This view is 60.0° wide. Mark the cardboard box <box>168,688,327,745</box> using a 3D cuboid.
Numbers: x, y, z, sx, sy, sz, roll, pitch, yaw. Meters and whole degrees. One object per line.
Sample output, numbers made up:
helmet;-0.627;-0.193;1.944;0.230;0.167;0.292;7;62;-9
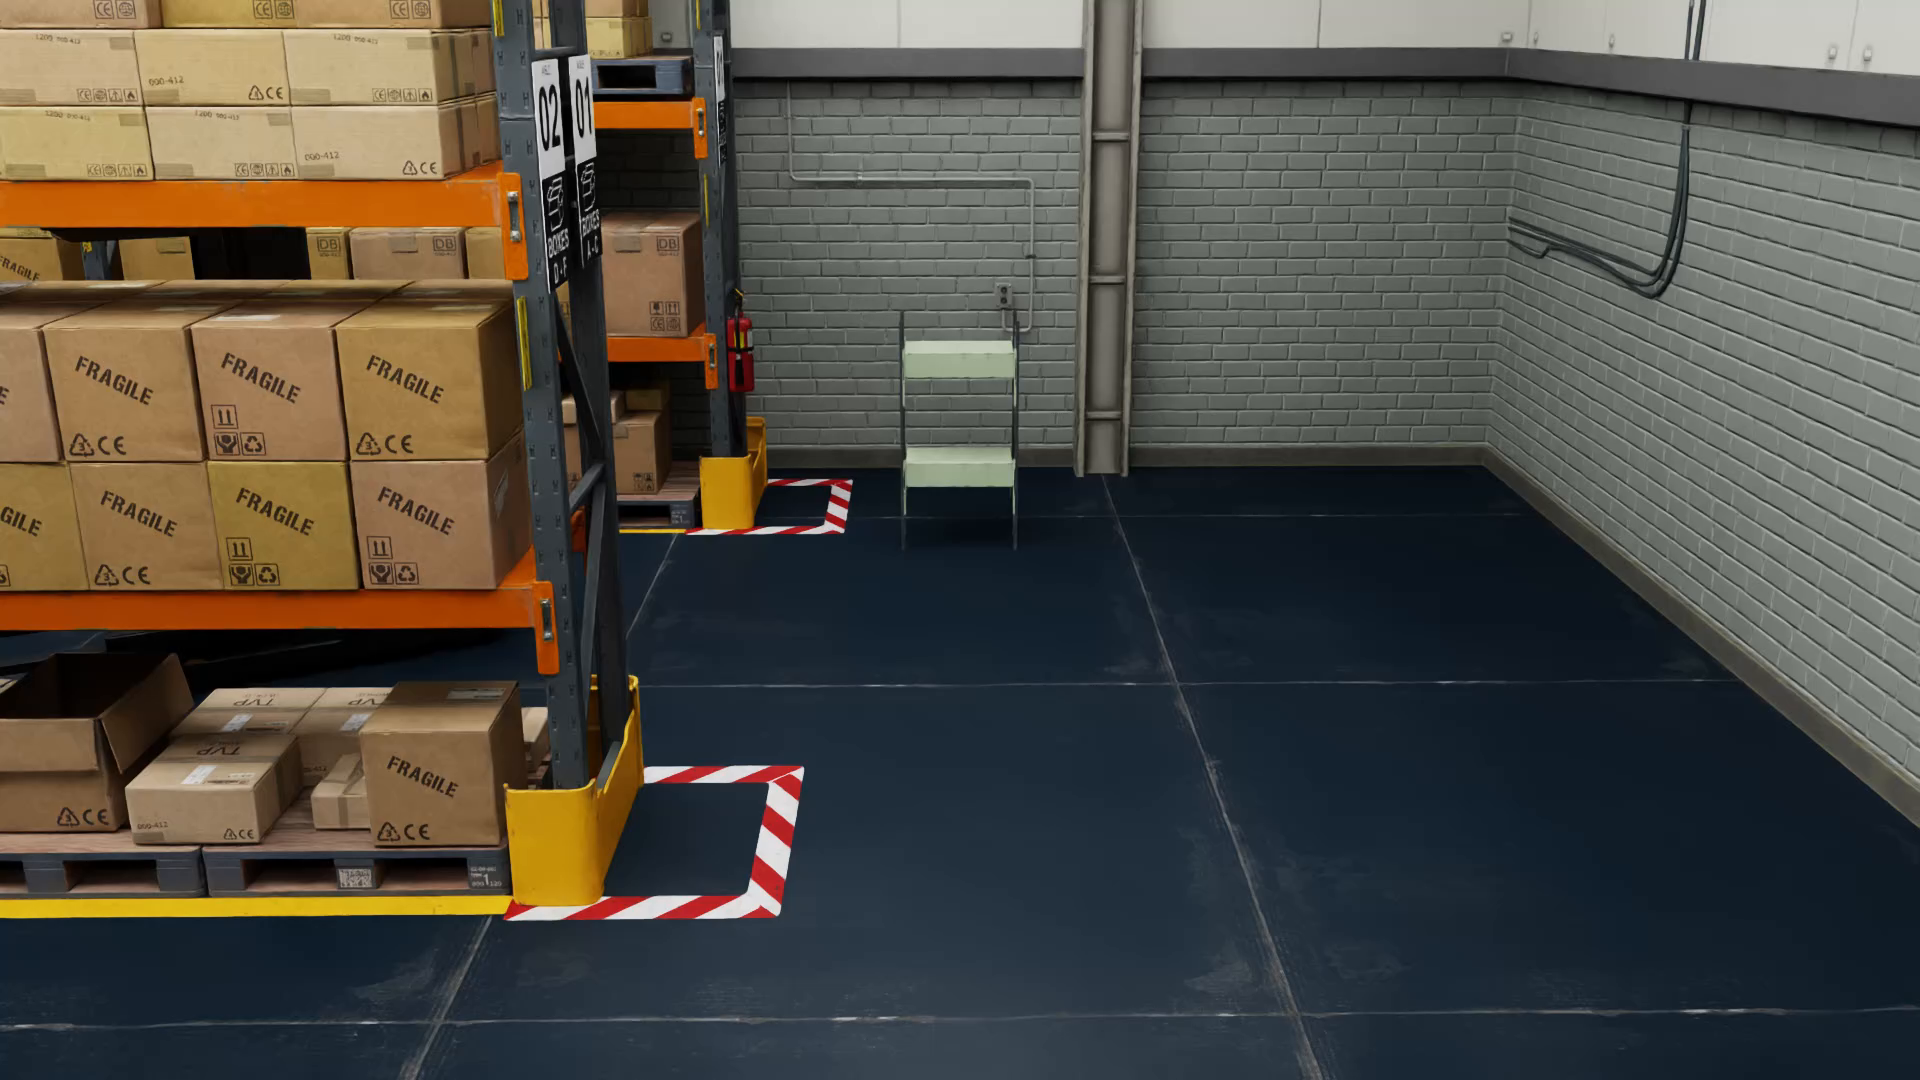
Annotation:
cardboard box;-3.080;0.856;7.249;0.500;0.250;0.500;0;18;-1

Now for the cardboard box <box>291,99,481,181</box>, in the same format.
cardboard box;-2.041;-1.438;5.956;0.500;0.250;0.500;0;18;-1

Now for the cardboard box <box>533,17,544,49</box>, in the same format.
cardboard box;-2.862;-3.194;10.579;0.500;0.250;0.500;-1;18;-3

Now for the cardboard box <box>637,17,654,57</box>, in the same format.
cardboard box;-2.347;-3.353;11.074;0.500;0.250;0.500;1;18;2

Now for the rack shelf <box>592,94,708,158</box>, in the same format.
rack shelf;-3.613;-2.754;10.988;4.000;0.370;1.077;0;18;-1

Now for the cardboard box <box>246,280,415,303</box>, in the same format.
cardboard box;-2.502;-0.762;6.711;0.500;0.500;0.500;0;18;0

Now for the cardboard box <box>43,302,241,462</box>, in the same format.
cardboard box;-2.996;-0.595;6.193;0.500;0.500;0.500;0;18;1

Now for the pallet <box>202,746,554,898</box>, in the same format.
pallet;-2.405;1.168;7.062;1.213;0.211;1.003;0;18;-1

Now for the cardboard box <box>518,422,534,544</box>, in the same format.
cardboard box;-1.980;-0.291;6.879;0.500;0.500;0.500;0;18;0

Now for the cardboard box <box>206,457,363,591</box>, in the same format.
cardboard box;-2.494;-0.123;6.358;0.500;0.500;0.500;0;18;0

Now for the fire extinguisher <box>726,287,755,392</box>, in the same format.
fire extinguisher;-1.456;-1.323;10.998;0.183;0.674;0.296;0;18;-1

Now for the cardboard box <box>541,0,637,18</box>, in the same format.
cardboard box;-2.341;-3.552;10.466;0.500;0.500;0.500;0;18;-1

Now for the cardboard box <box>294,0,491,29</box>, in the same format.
cardboard box;-2.045;-2.109;6.000;0.500;0.500;0.700;0;18;-1

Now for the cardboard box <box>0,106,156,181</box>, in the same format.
cardboard box;-3.041;-1.433;5.939;0.500;0.250;0.500;0;18;-1

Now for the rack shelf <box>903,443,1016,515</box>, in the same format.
rack shelf;-0.007;-0.404;10.918;0.720;0.370;0.431;0;18;-1

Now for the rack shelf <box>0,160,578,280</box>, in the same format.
rack shelf;-3.531;-1.241;6.271;4.000;0.370;1.077;0;18;-1

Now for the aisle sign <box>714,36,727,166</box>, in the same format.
aisle sign;-1.537;-2.824;10.684;0.004;0.787;0.394;0;18;-1

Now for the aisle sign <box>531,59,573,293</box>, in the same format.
aisle sign;-1.459;-1.309;5.962;0.004;0.787;0.394;0;18;-1

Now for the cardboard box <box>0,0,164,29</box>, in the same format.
cardboard box;-3.045;-2.097;5.964;0.500;0.500;0.700;0;18;-1

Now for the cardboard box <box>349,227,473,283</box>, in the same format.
cardboard box;-3.613;-1.807;11.279;0.700;0.700;0.980;-1;18;-4

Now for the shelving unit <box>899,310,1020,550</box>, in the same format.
shelving unit;-0.007;-0.714;10.818;0.755;1.500;0.431;0;18;-1

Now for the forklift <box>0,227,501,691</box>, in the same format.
forklift;-4.098;-0.770;8.649;3.031;2.935;1.130;-9;20;-25

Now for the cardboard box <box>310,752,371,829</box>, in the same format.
cardboard box;-2.478;1.027;6.852;0.250;0.166;0.380;0;18;-1

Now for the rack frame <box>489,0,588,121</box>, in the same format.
rack frame;-1.532;-3.021;5.733;0.127;3.000;1.000;0;18;-1

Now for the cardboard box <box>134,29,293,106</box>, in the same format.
cardboard box;-2.541;-1.677;5.880;0.500;0.250;0.500;0;18;-1

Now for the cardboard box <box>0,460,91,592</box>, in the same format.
cardboard box;-3.497;-0.120;6.348;0.500;0.500;0.500;-1;18;-2

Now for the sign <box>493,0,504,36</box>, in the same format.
sign;-1.543;-1.845;5.528;0.005;0.325;0.100;0;18;-1

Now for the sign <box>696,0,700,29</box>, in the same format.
sign;-1.619;-3.324;10.268;0.005;0.325;0.100;0;18;-1

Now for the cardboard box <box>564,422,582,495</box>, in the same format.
cardboard box;-2.812;-0.651;11.570;0.500;0.500;0.700;0;18;-1

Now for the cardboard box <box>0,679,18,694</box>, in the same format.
cardboard box;-4.216;0.833;7.223;0.500;0.311;0.500;0;18;-1

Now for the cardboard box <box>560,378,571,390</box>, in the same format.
cardboard box;-2.697;-1.021;11.663;0.250;0.149;0.380;0;18;-1

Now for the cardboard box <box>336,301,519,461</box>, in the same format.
cardboard box;-1.972;-0.602;6.213;0.500;0.500;0.500;0;18;-1

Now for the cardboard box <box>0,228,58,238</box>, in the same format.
cardboard box;-6.076;-2.134;10.877;0.500;0.250;0.500;0;18;0

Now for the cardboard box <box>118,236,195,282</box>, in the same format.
cardboard box;-5.070;-1.799;11.253;0.700;0.700;0.980;0;18;0

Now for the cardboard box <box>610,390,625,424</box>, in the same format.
cardboard box;-2.437;-0.906;11.303;0.250;0.149;0.380;0;18;-2

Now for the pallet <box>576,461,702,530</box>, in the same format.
pallet;-2.412;-0.322;11.706;1.213;0.211;1.003;0;18;-1

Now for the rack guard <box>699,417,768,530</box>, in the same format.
rack guard;-1.590;-0.487;11.748;0.348;0.500;1.175;0;18;-1

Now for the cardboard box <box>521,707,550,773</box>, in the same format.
cardboard box;-1.956;0.881;7.339;0.250;0.149;0.380;0;18;-1

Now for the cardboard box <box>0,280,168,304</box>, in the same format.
cardboard box;-3.510;-0.758;6.700;0.500;0.500;0.500;0;18;-1

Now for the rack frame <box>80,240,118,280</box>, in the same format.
rack frame;-5.613;-1.658;11.306;0.127;3.000;1.000;0;18;-1

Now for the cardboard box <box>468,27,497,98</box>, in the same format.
cardboard box;-2.049;-1.836;6.378;0.500;0.250;0.500;0;18;-1

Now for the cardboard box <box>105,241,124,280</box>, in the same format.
cardboard box;-6.077;-1.932;11.475;0.500;0.500;0.500;-1;18;-3

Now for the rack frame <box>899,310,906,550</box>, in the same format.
rack frame;-0.373;-0.712;10.813;0.023;1.500;0.400;0;18;-1

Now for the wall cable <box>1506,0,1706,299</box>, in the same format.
wall cable;4.047;-2.974;10.669;0.112;2.526;3.097;0;18;-1

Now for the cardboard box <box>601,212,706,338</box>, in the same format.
cardboard box;-2.123;-1.815;11.303;0.700;0.700;0.980;1;18;2

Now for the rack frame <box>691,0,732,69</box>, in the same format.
rack frame;-1.614;-4.534;10.450;0.127;3.000;1.000;0;18;-1
